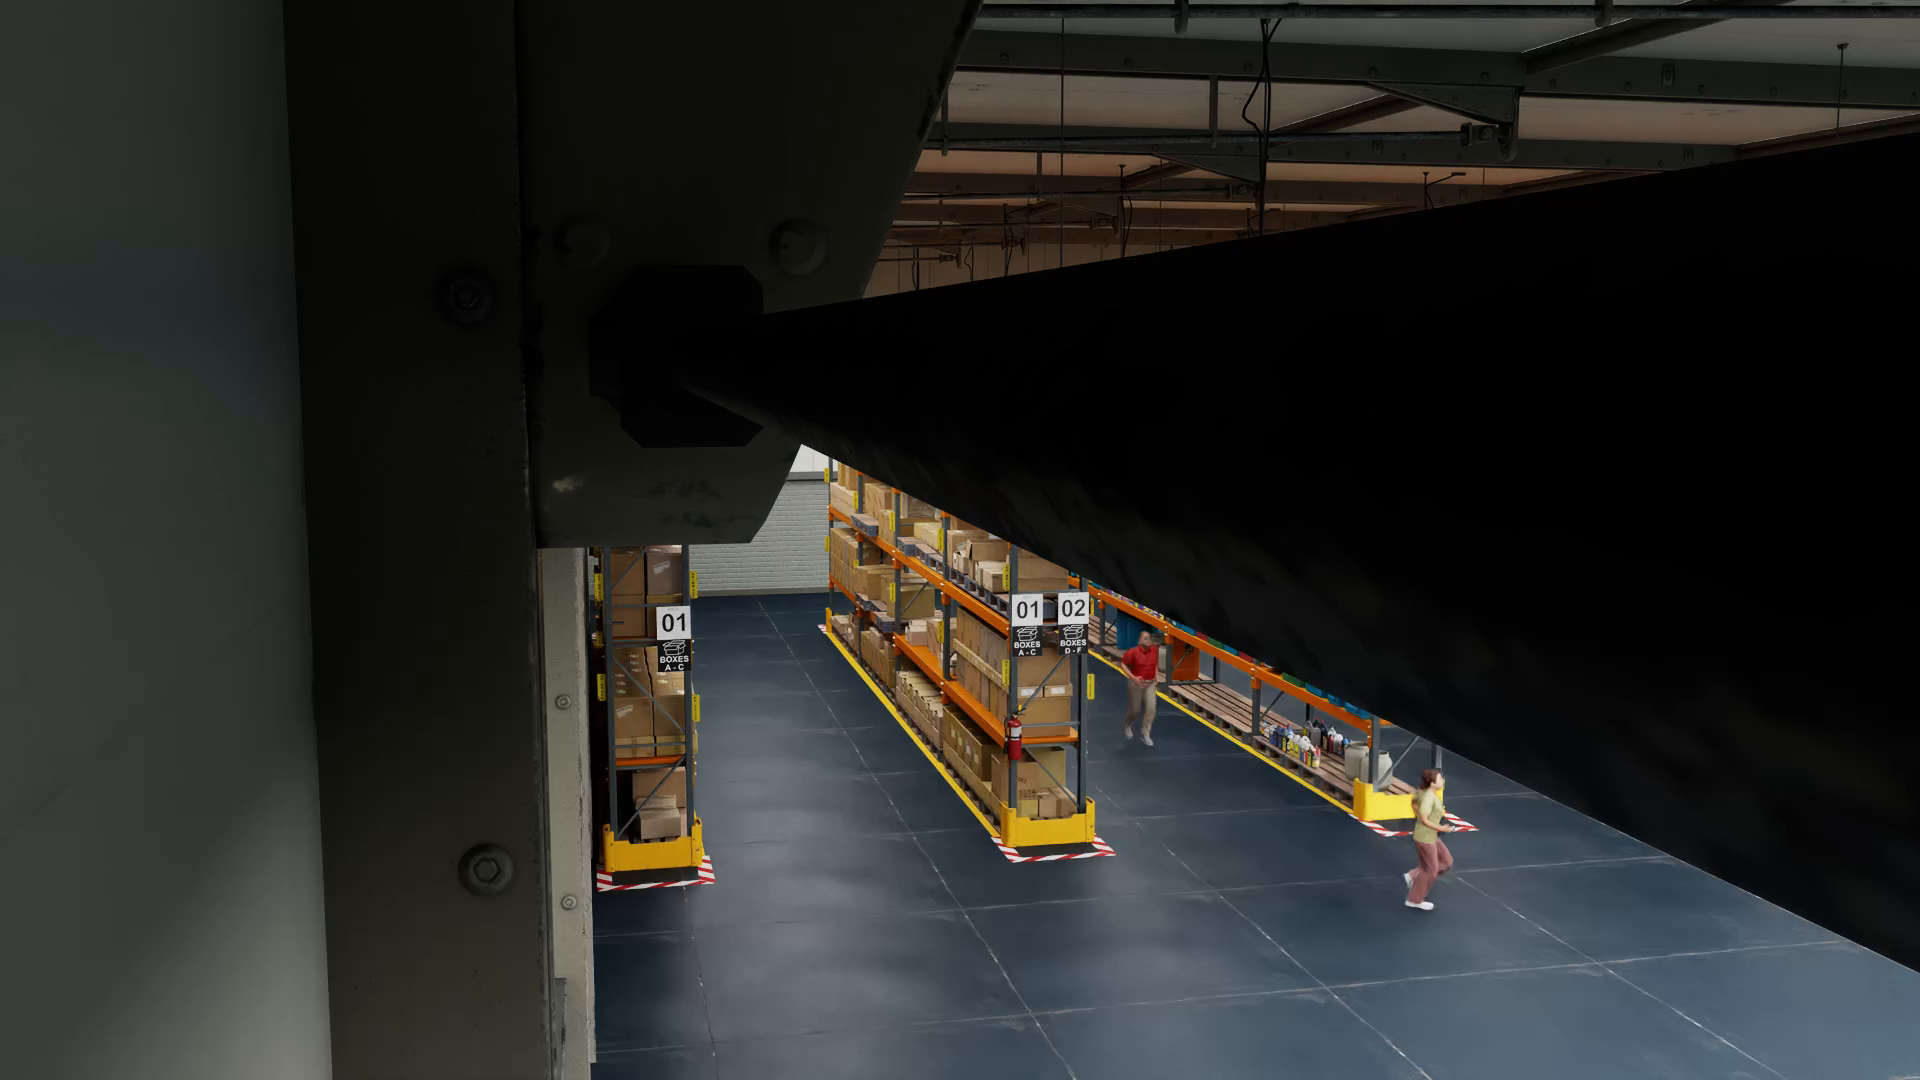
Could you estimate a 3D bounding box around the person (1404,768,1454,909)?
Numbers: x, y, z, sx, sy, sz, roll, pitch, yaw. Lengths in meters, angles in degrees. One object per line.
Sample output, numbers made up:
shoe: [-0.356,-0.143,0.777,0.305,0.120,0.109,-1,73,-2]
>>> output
person: [5.229,3.335,18.526,0.523,1.624,0.588,2,7,17]

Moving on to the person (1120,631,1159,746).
person: [2.767,2.241,25.385,0.686,1.727,0.862,-3,7,-23]
